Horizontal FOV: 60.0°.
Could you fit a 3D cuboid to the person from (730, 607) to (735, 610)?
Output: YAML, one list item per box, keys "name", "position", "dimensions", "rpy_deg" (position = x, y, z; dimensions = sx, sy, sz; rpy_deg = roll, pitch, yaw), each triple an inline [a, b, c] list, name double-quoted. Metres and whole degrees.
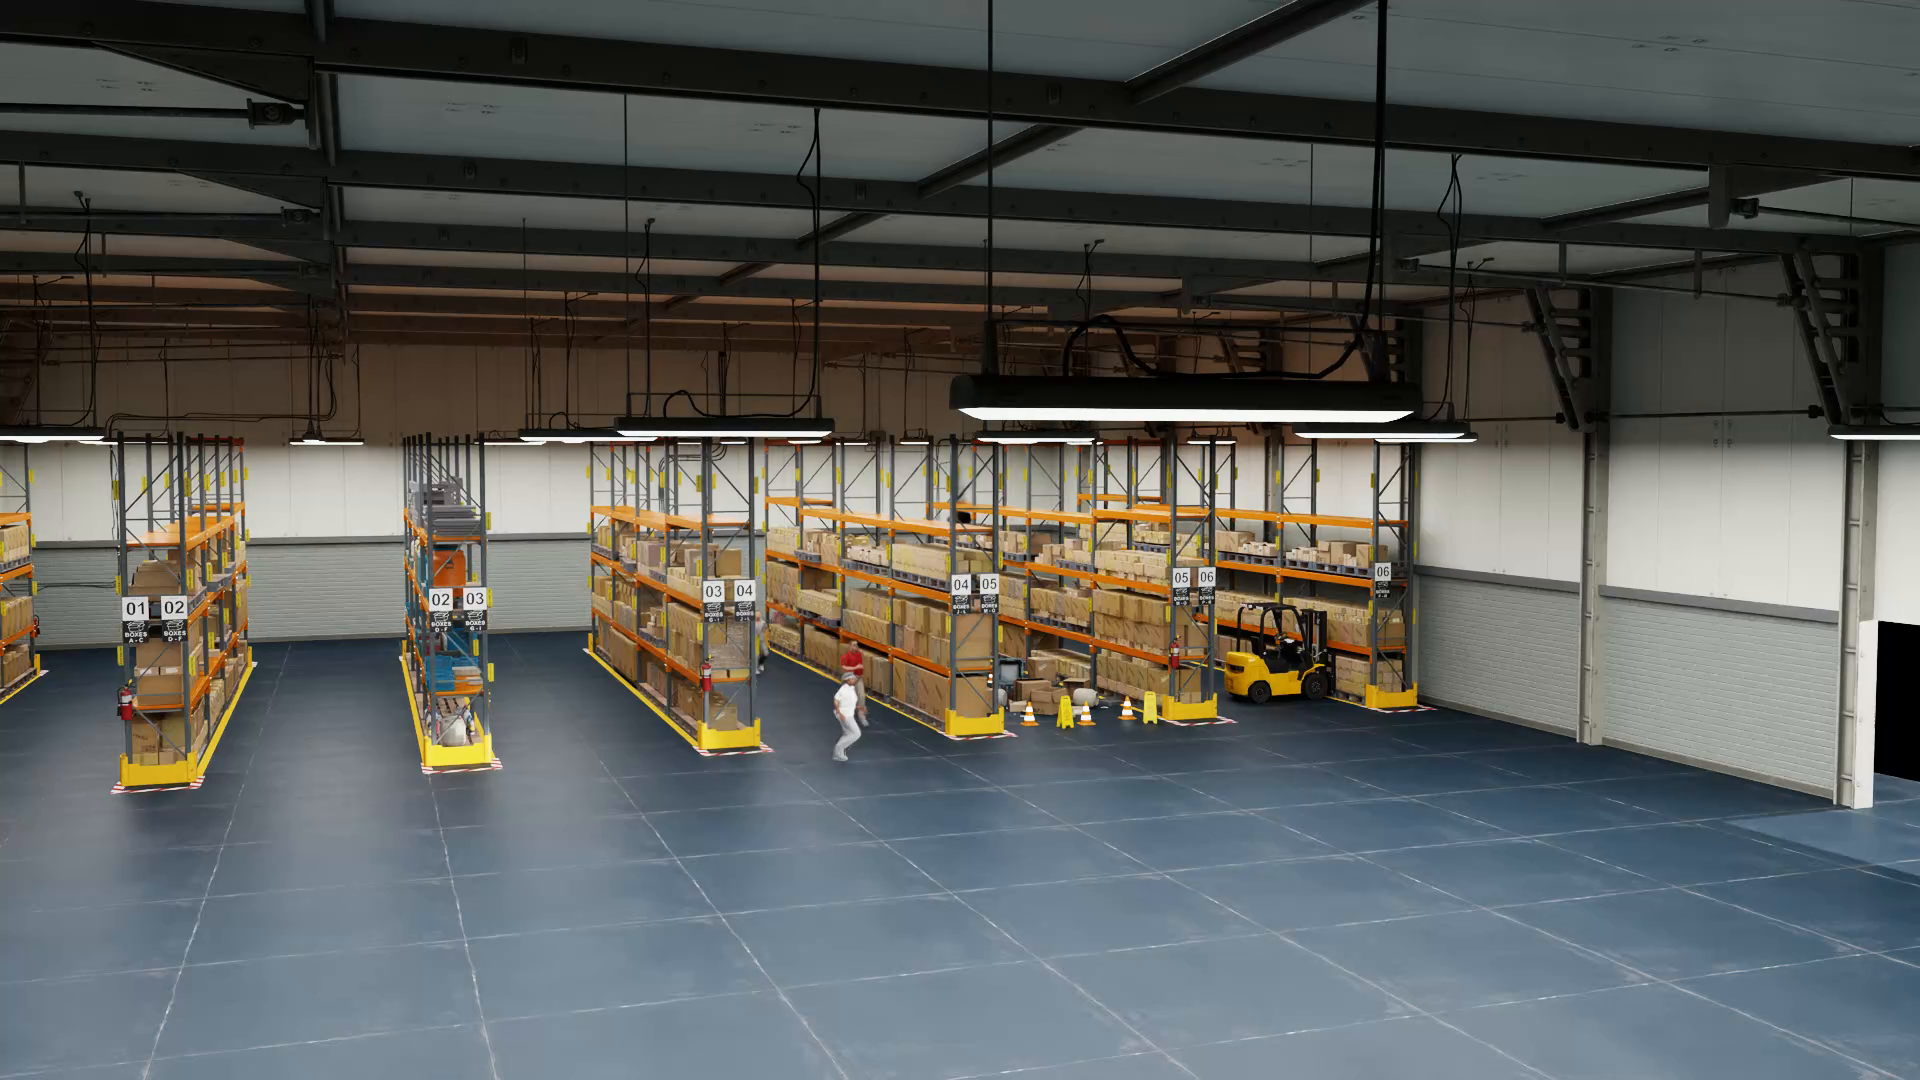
- name: "person"
  position: [-6.593, 2.233, 47.469]
  dimensions: [0.702, 1.762, 0.670]
  rpy_deg: [0, 3, 0]

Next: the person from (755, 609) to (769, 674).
- name: "person"
  position: [-5.070, 2.577, 42.052]
  dimensions: [0.597, 1.635, 0.552]
  rpy_deg: [-2, 4, -28]

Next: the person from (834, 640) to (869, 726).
- name: "person"
  position: [-2.242, 2.931, 34.403]
  dimensions: [0.650, 1.747, 0.959]
  rpy_deg: [-3, 4, -43]

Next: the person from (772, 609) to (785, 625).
- name: "person"
  position: [-5.399, 2.138, 50.045]
  dimensions: [0.576, 1.622, 0.545]
  rpy_deg: [2, 4, 38]

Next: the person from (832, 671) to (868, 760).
- name: "person"
  position: [-2.019, 3.209, 30.330]
  dimensions: [0.659, 1.642, 0.557]
  rpy_deg: [0, 3, 8]
